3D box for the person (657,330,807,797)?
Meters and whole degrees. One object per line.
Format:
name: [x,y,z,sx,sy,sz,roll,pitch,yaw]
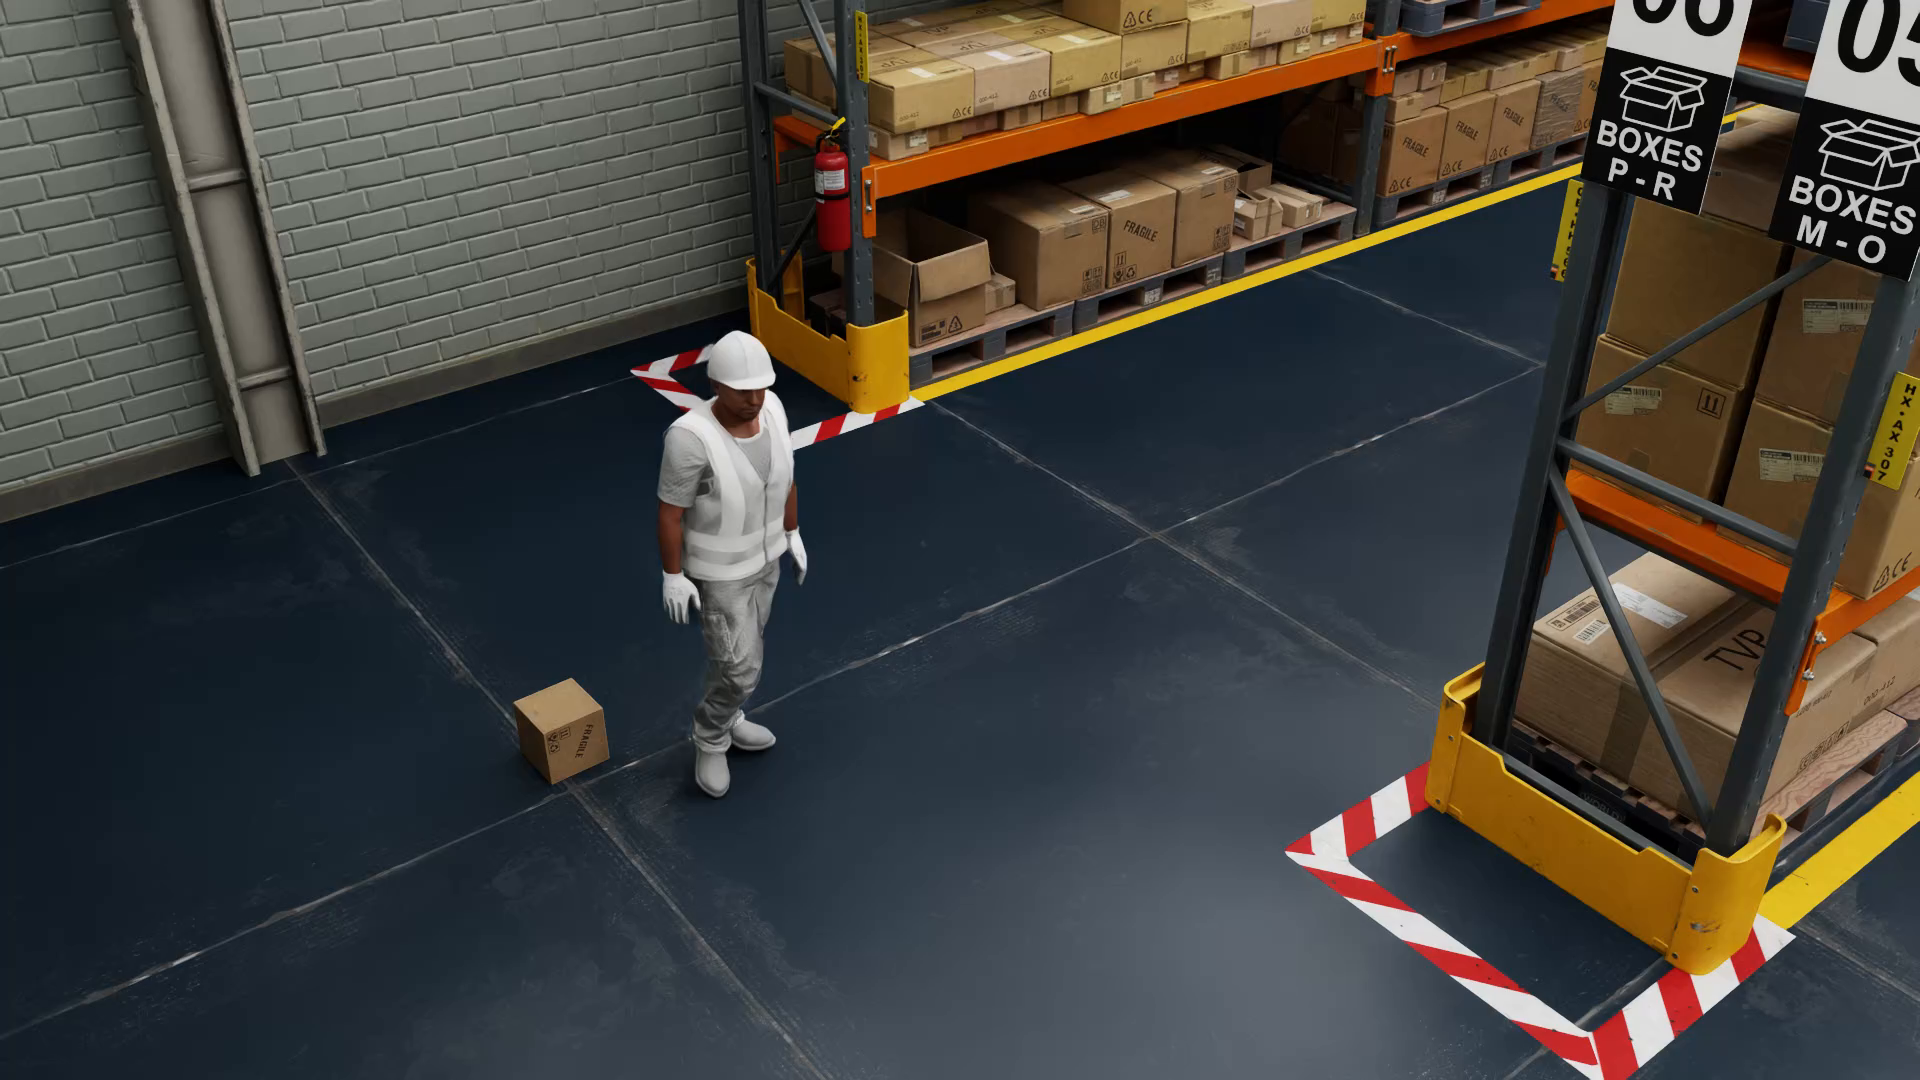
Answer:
person: [-0.812,0.065,5.967,0.462,1.771,0.592,18,36,27]
